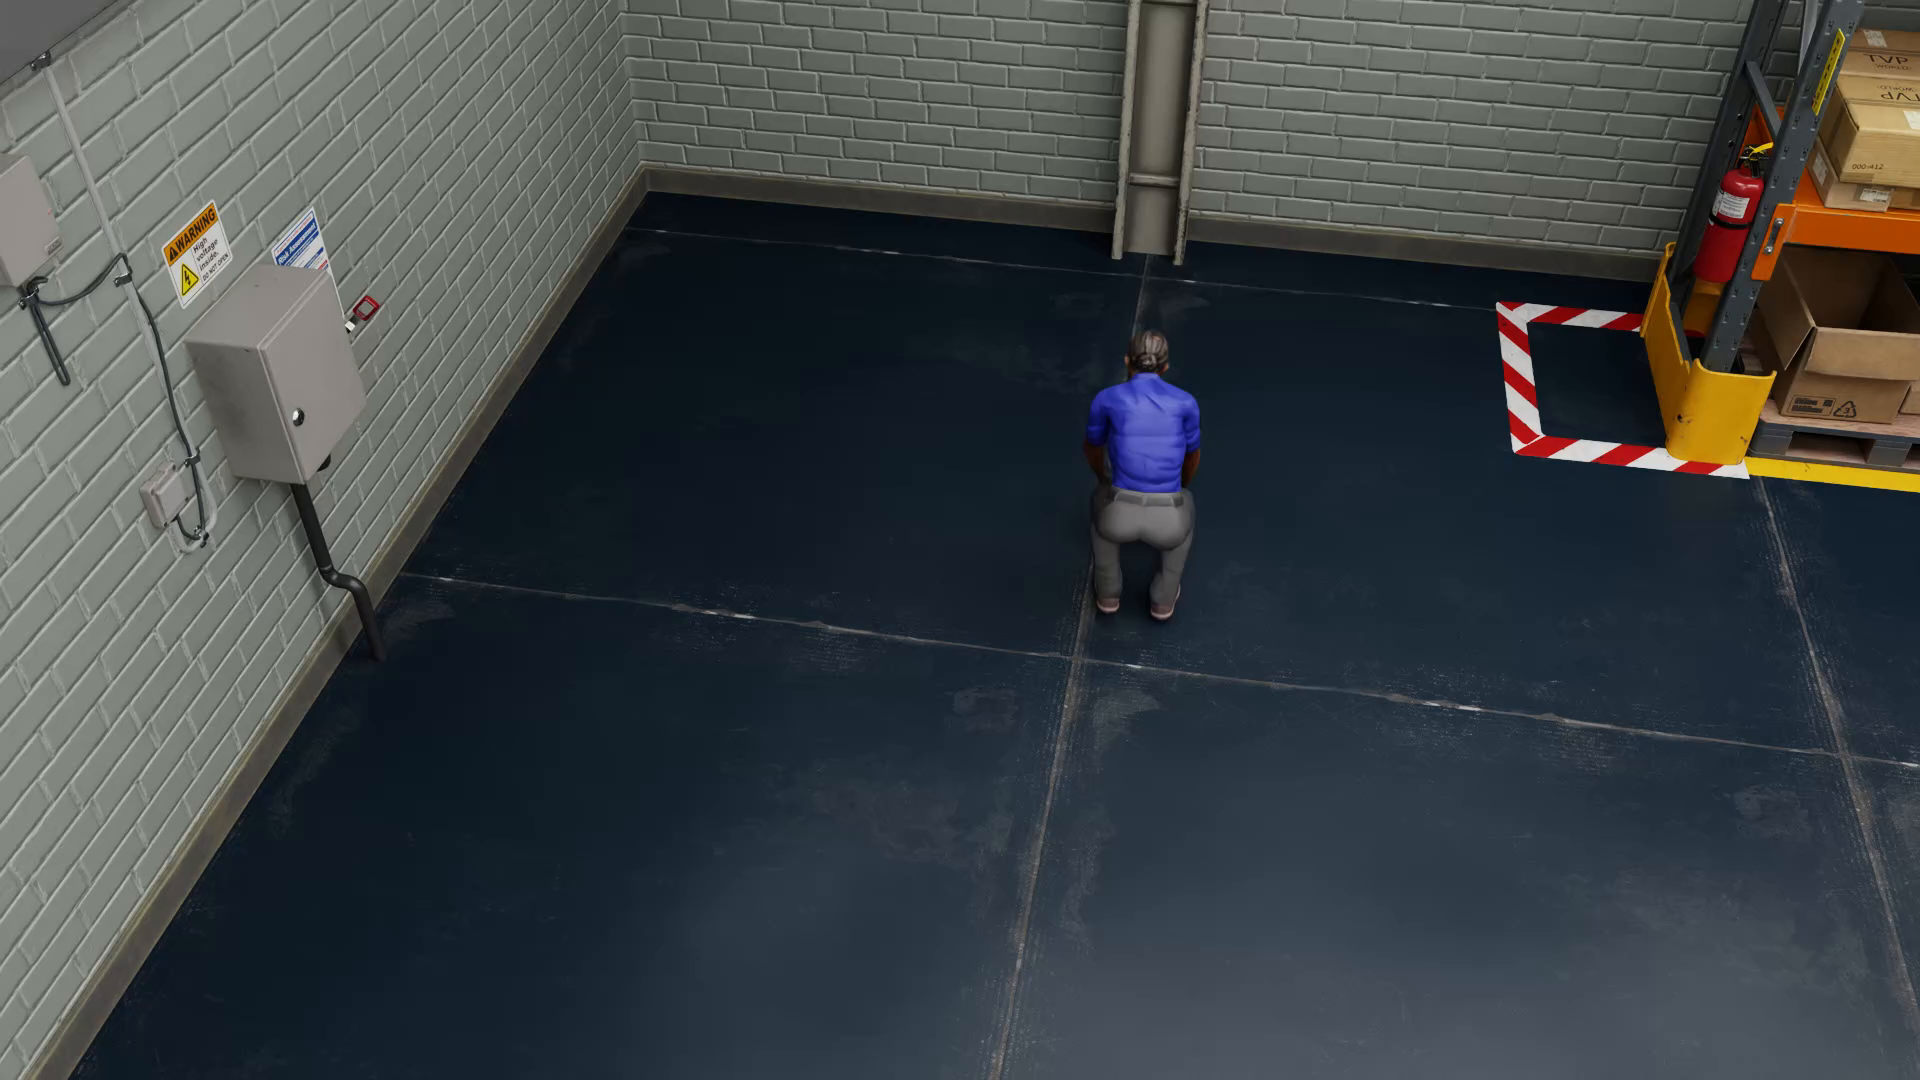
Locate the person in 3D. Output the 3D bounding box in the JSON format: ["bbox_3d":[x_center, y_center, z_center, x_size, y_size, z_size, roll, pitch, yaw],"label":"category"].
[{"bbox_3d":[0.727,-0.211,6.805,0.497,1.142,0.732,7,41,8],"label":"person"}]
